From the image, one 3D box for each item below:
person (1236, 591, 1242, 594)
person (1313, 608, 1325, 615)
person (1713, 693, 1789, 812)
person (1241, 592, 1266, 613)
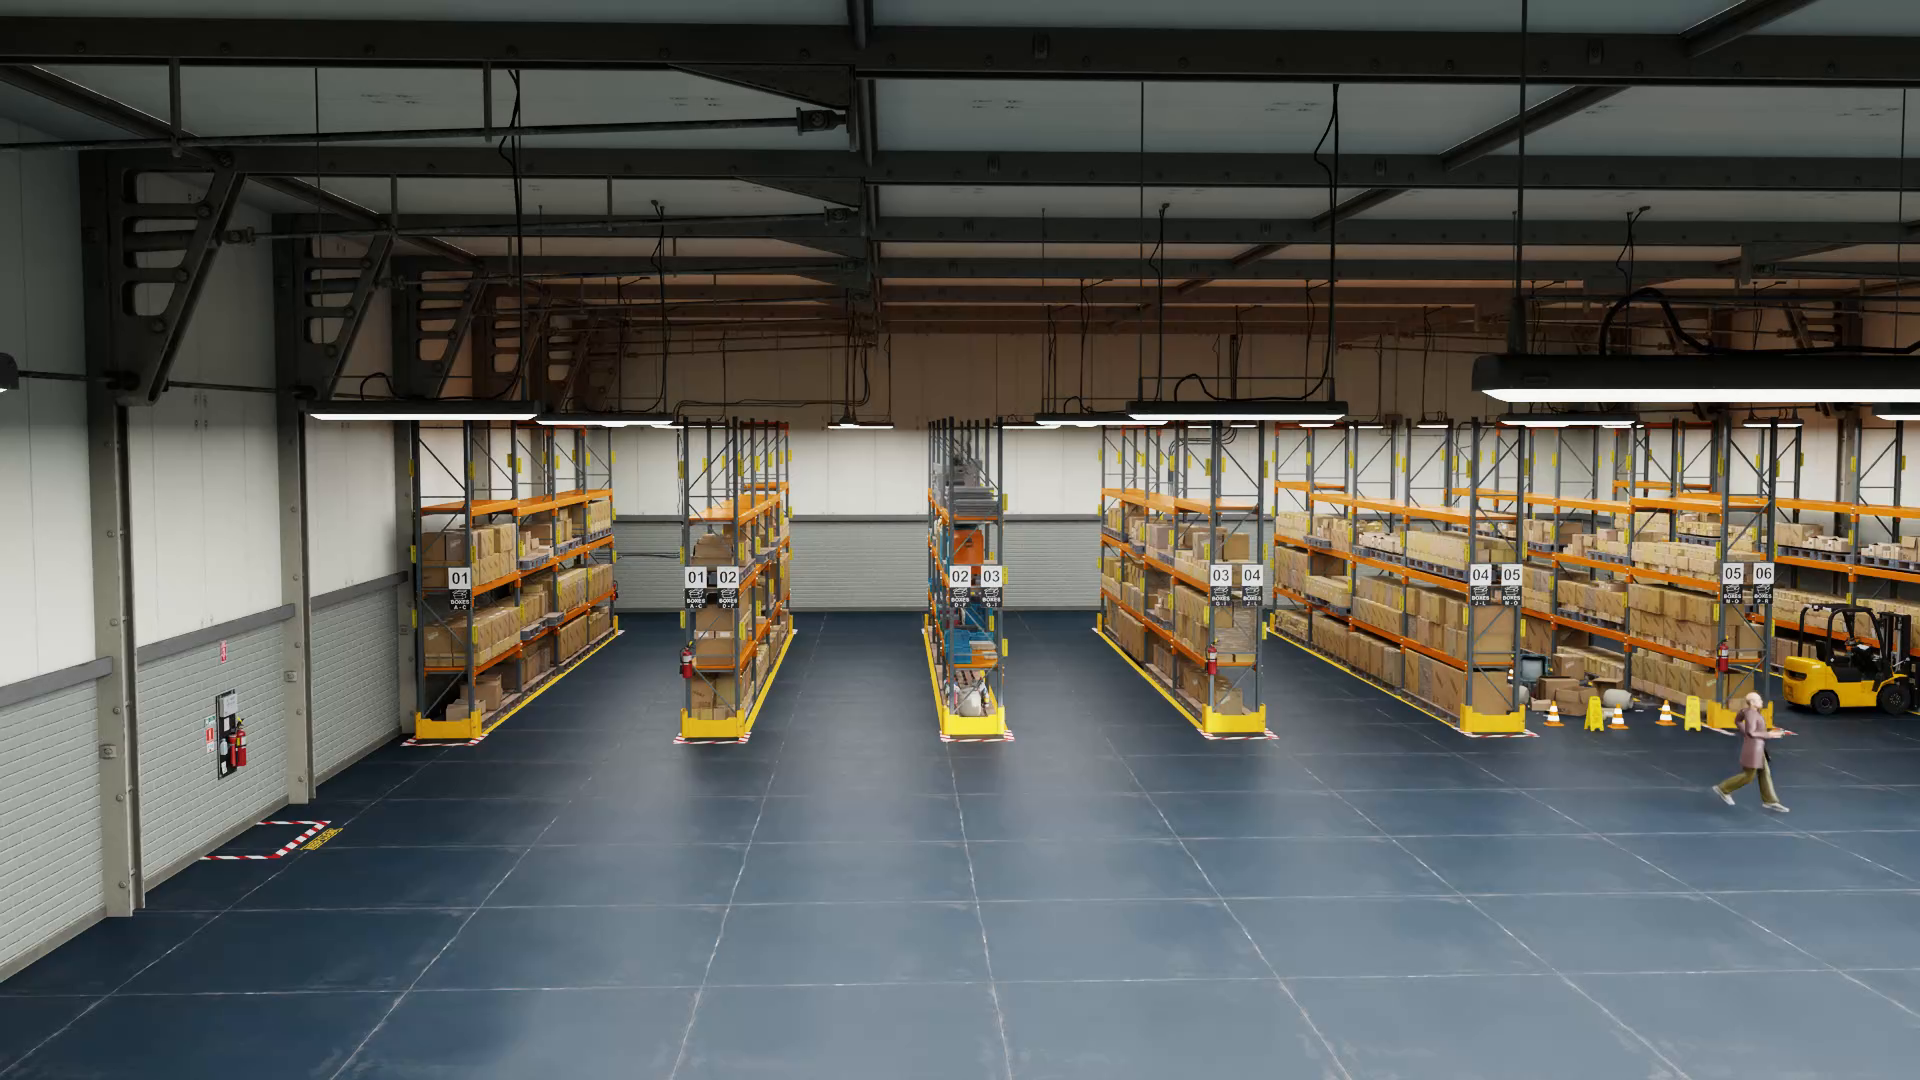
[{"bbox_3d":[7.768,1.875,45.890,0.707,1.722,0.551,0,4,-5],"label":"person"},{"bbox_3d":[10.318,1.732,48.847,0.677,1.606,0.782,-3,5,-40],"label":"person"},{"bbox_3d":[11.918,3.180,25.014,1.049,1.781,0.710,2,4,28],"label":"person"},{"bbox_3d":[7.828,1.945,44.518,0.746,1.730,0.745,0,4,4],"label":"person"}]
